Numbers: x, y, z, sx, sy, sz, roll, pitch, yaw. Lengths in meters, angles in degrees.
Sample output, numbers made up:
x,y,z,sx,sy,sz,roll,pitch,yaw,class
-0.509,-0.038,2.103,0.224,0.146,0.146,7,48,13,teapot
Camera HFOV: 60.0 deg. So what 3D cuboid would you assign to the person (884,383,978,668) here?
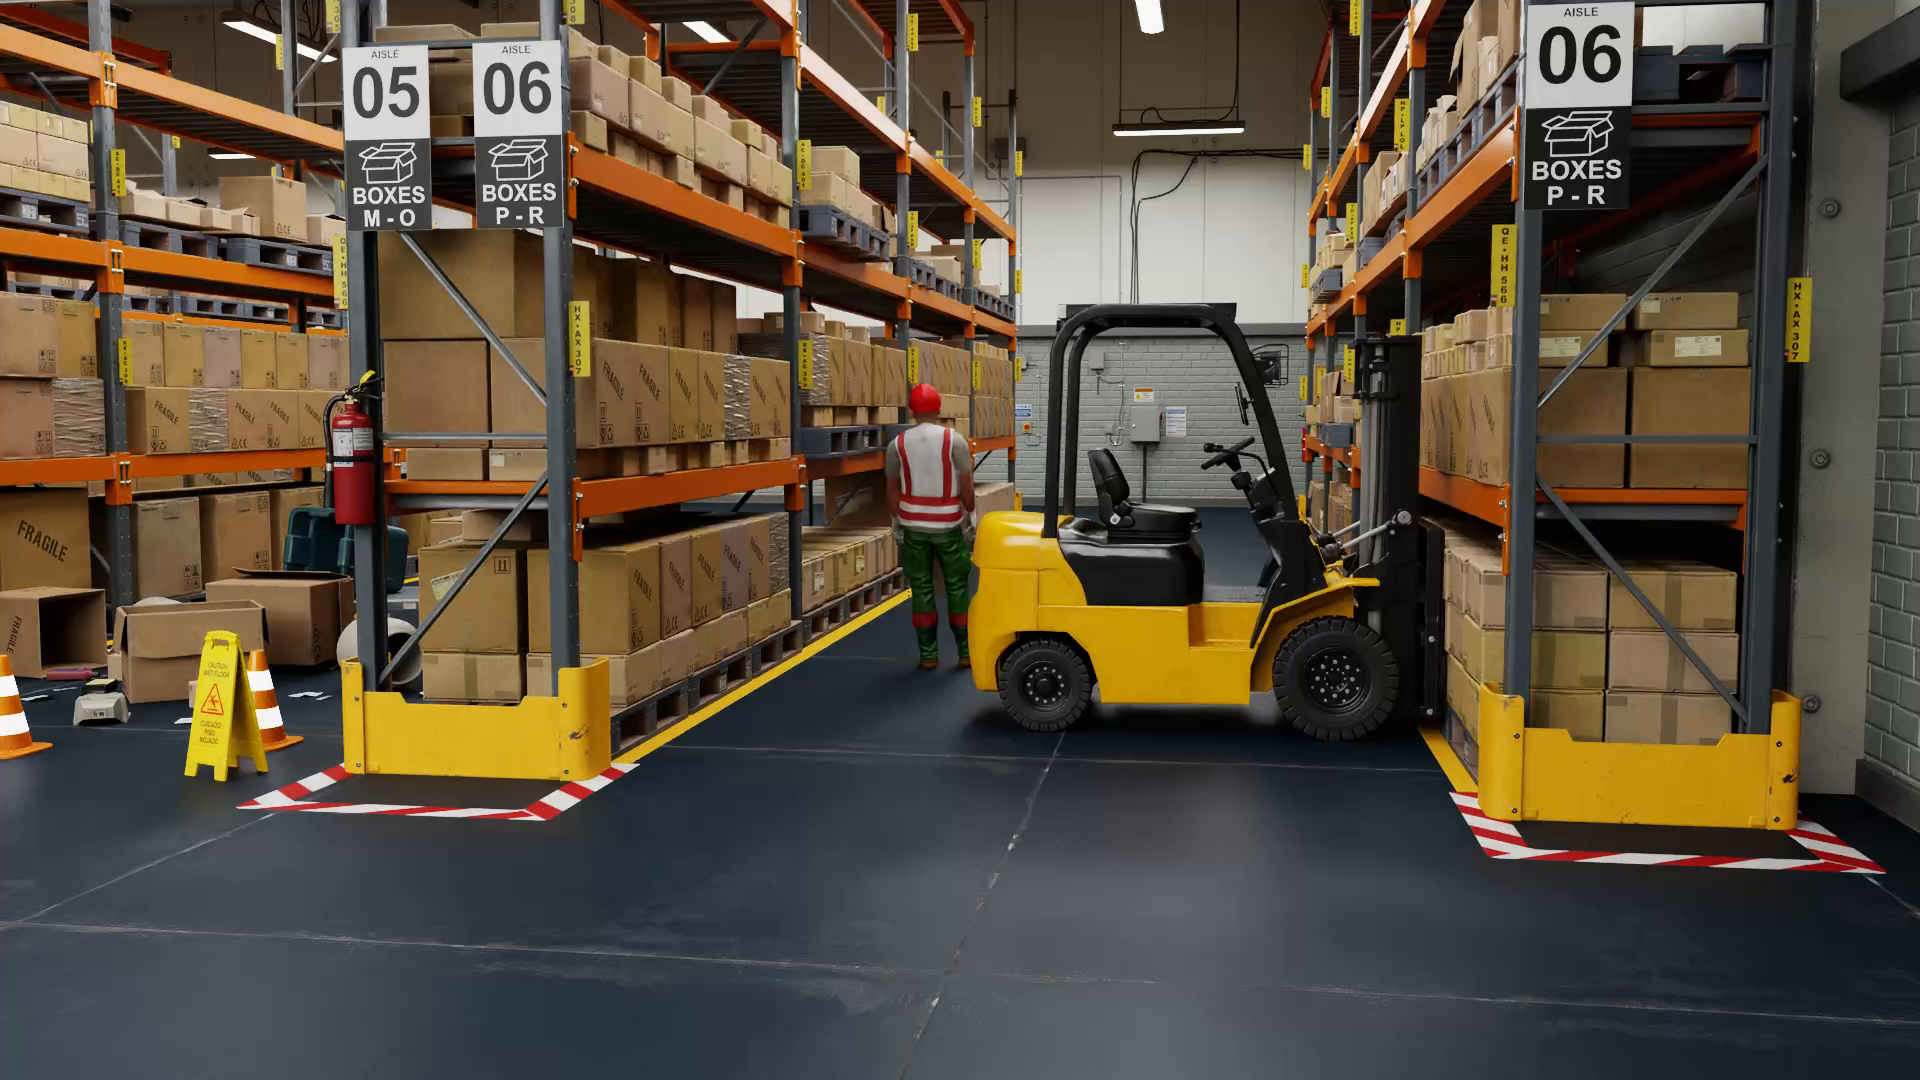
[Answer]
x,y,z,sx,sy,sz,roll,pitch,yaw,class
-0.160,-0.093,10.525,0.597,1.789,0.562,1,4,7,person
